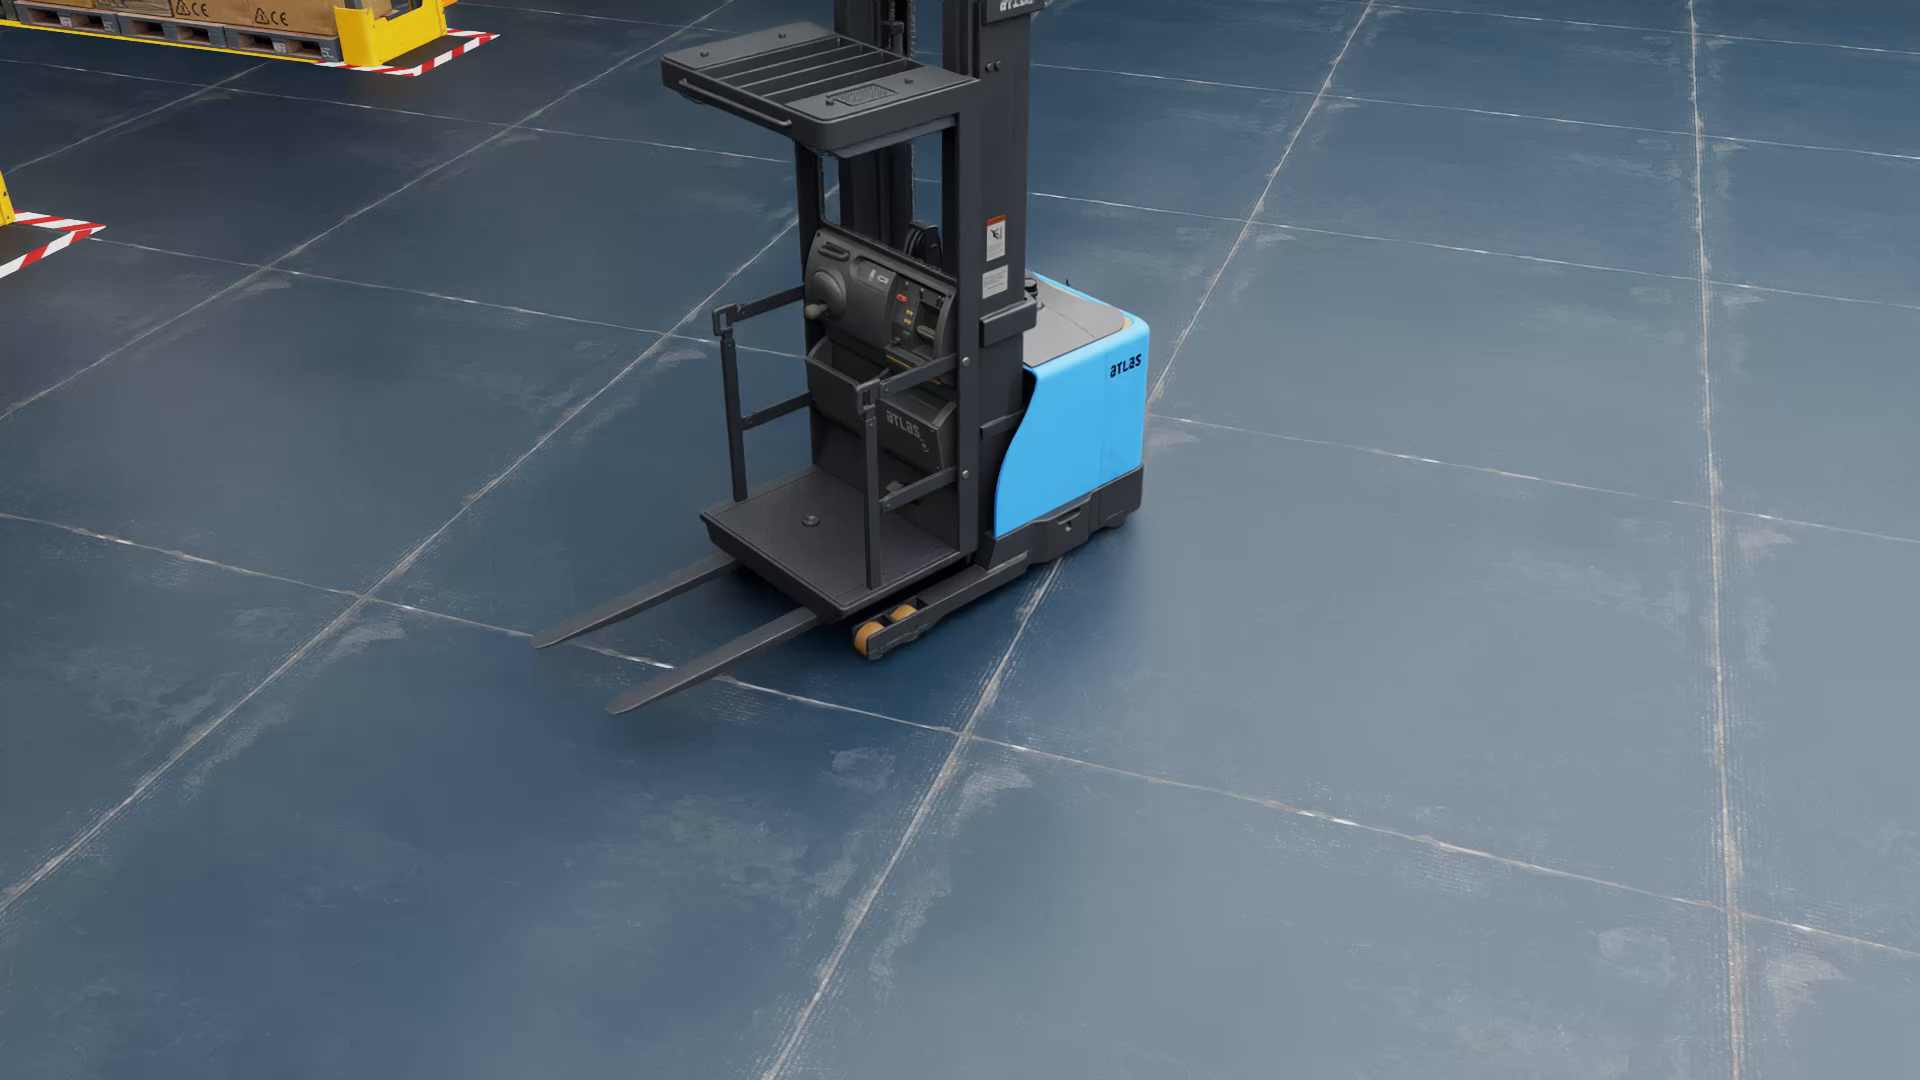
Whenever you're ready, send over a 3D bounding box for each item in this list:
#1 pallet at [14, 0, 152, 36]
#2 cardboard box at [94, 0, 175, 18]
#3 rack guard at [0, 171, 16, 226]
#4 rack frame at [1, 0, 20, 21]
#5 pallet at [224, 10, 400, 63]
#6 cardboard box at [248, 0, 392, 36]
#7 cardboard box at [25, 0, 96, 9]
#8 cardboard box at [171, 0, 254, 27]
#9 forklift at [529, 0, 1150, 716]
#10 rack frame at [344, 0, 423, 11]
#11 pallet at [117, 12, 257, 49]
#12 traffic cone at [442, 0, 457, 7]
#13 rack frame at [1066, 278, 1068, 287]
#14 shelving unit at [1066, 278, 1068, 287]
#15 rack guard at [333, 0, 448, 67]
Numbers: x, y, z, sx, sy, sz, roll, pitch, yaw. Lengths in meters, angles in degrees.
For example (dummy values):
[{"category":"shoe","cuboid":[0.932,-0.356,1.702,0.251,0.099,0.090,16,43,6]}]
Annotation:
[{"category":"pallet","cuboid":[-8.252,-5.154,16.038,1.213,0.211,1.003,11,34,16]},{"category":"cardboard box","cuboid":[-7.523,-5.474,15.535,0.875,0.875,0.875,11,35,17]},{"category":"rack guard","cuboid":[-7.016,-2.222,11.230,0.348,0.500,1.175,11,34,16]},{"category":"rack frame","cuboid":[-8.941,-6.504,15.559,0.127,3.000,1.000,11,34,16]},{"category":"pallet","cuboid":[-5.955,-4.707,15.346,1.213,0.211,1.003,11,34,16]},{"category":"cardboard box","cuboid":[-5.837,-5.146,15.027,0.875,0.875,0.875,11,35,17]},{"category":"cardboard box","cuboid":[-8.373,-5.637,15.787,0.875,0.875,0.875,12,35,17]},{"category":"cardboard box","cuboid":[-6.666,-5.306,15.275,0.875,0.875,0.875,10,34,16]},{"category":"forklift","cuboid":[-0.512,-1.019,7.127,3.031,2.935,1.130,-26,41,-34]},{"category":"rack frame","cuboid":[-5.176,-5.772,14.425,0.127,3.000,1.000,11,34,16]},{"category":"pallet","cuboid":[-7.100,-4.931,15.693,1.213,0.211,1.003,11,34,16]},{"category":"traffic cone","cuboid":[-5.197,-5.529,16.387,0.334,0.463,0.336,11,34,16]},{"category":"rack frame","cuboid":[0.592,-0.932,8.864,0.006,0.900,0.240,-9,34,-13]},{"category":"shelving unit","cuboid":[0.494,-0.917,8.840,0.210,0.900,0.258,-9,34,-13]},{"category":"rack guard","cuboid":[-5.153,-4.718,15.096,0.348,0.500,1.175,11,34,16]}]
